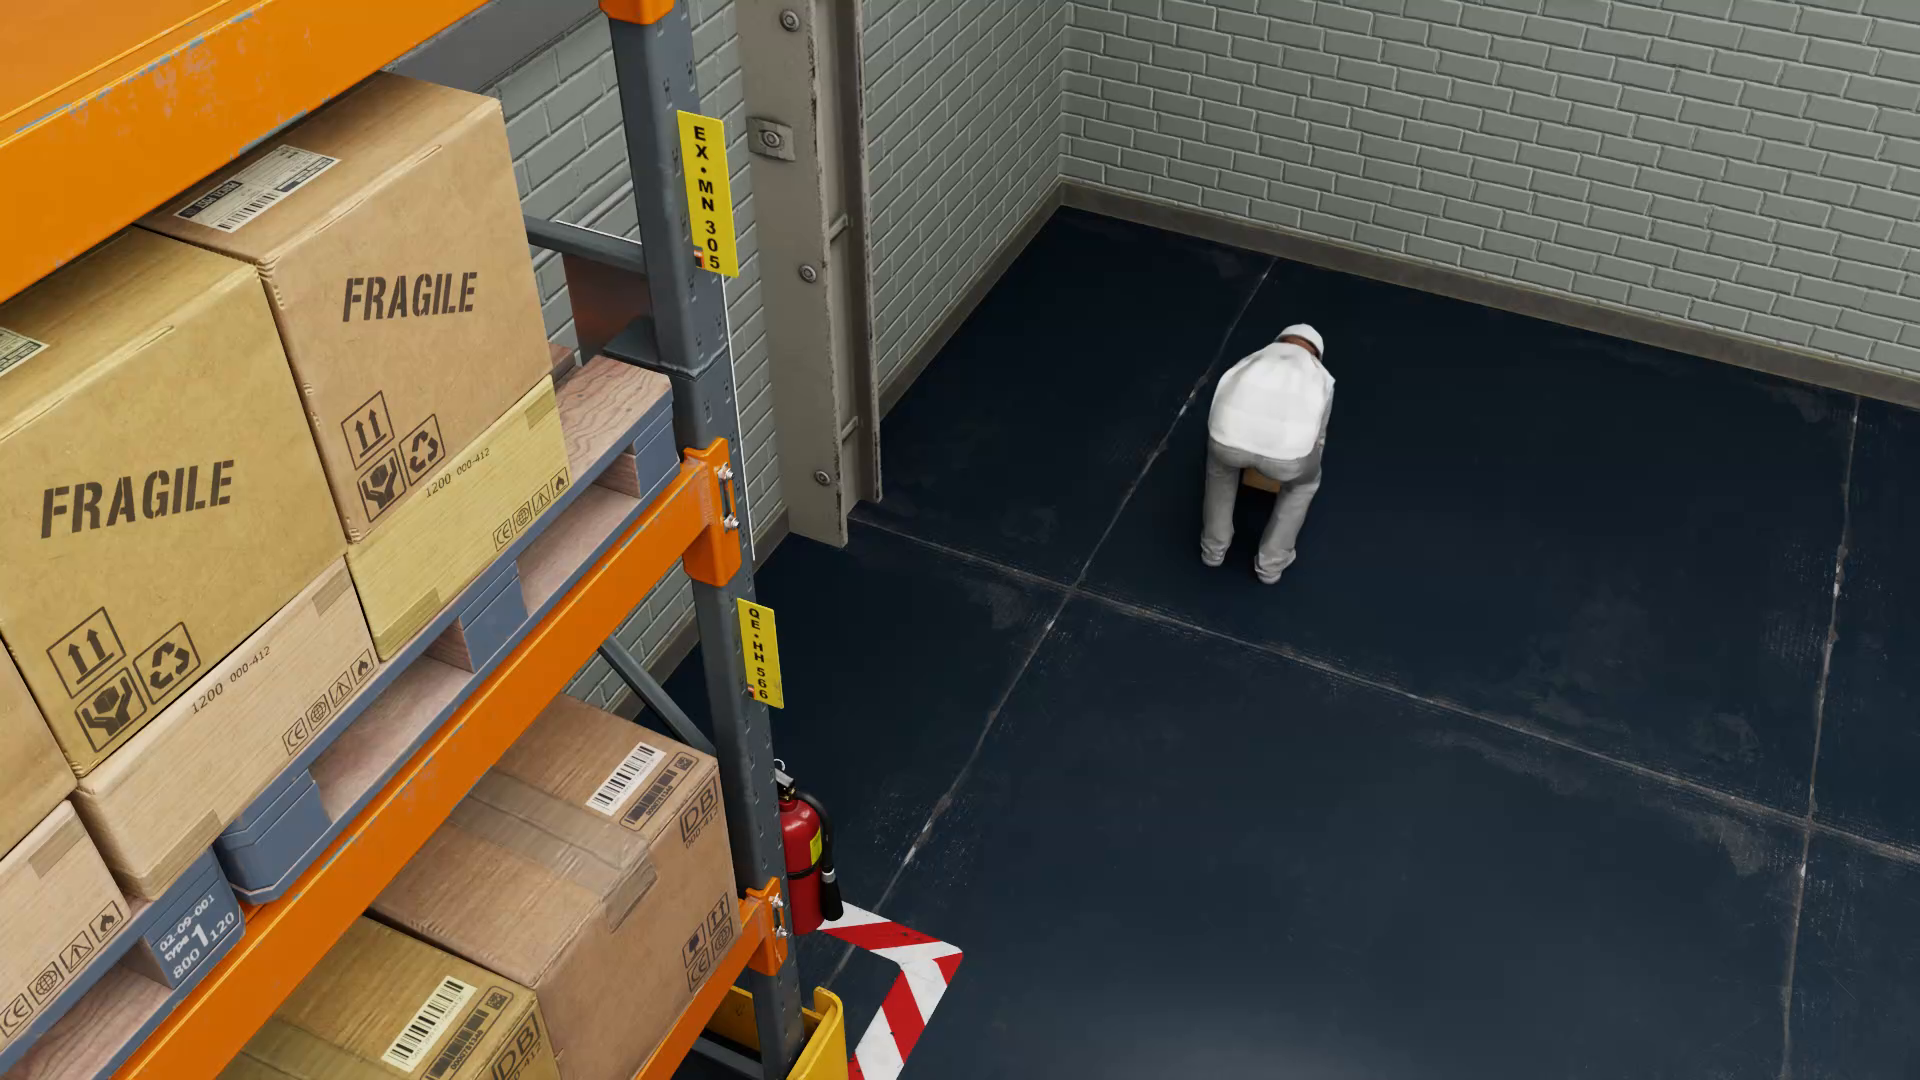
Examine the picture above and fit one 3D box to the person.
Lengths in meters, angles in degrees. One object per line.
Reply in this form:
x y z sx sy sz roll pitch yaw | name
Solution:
1.346 -0.436 7.187 0.500 1.028 1.002 15 44 16 | person
